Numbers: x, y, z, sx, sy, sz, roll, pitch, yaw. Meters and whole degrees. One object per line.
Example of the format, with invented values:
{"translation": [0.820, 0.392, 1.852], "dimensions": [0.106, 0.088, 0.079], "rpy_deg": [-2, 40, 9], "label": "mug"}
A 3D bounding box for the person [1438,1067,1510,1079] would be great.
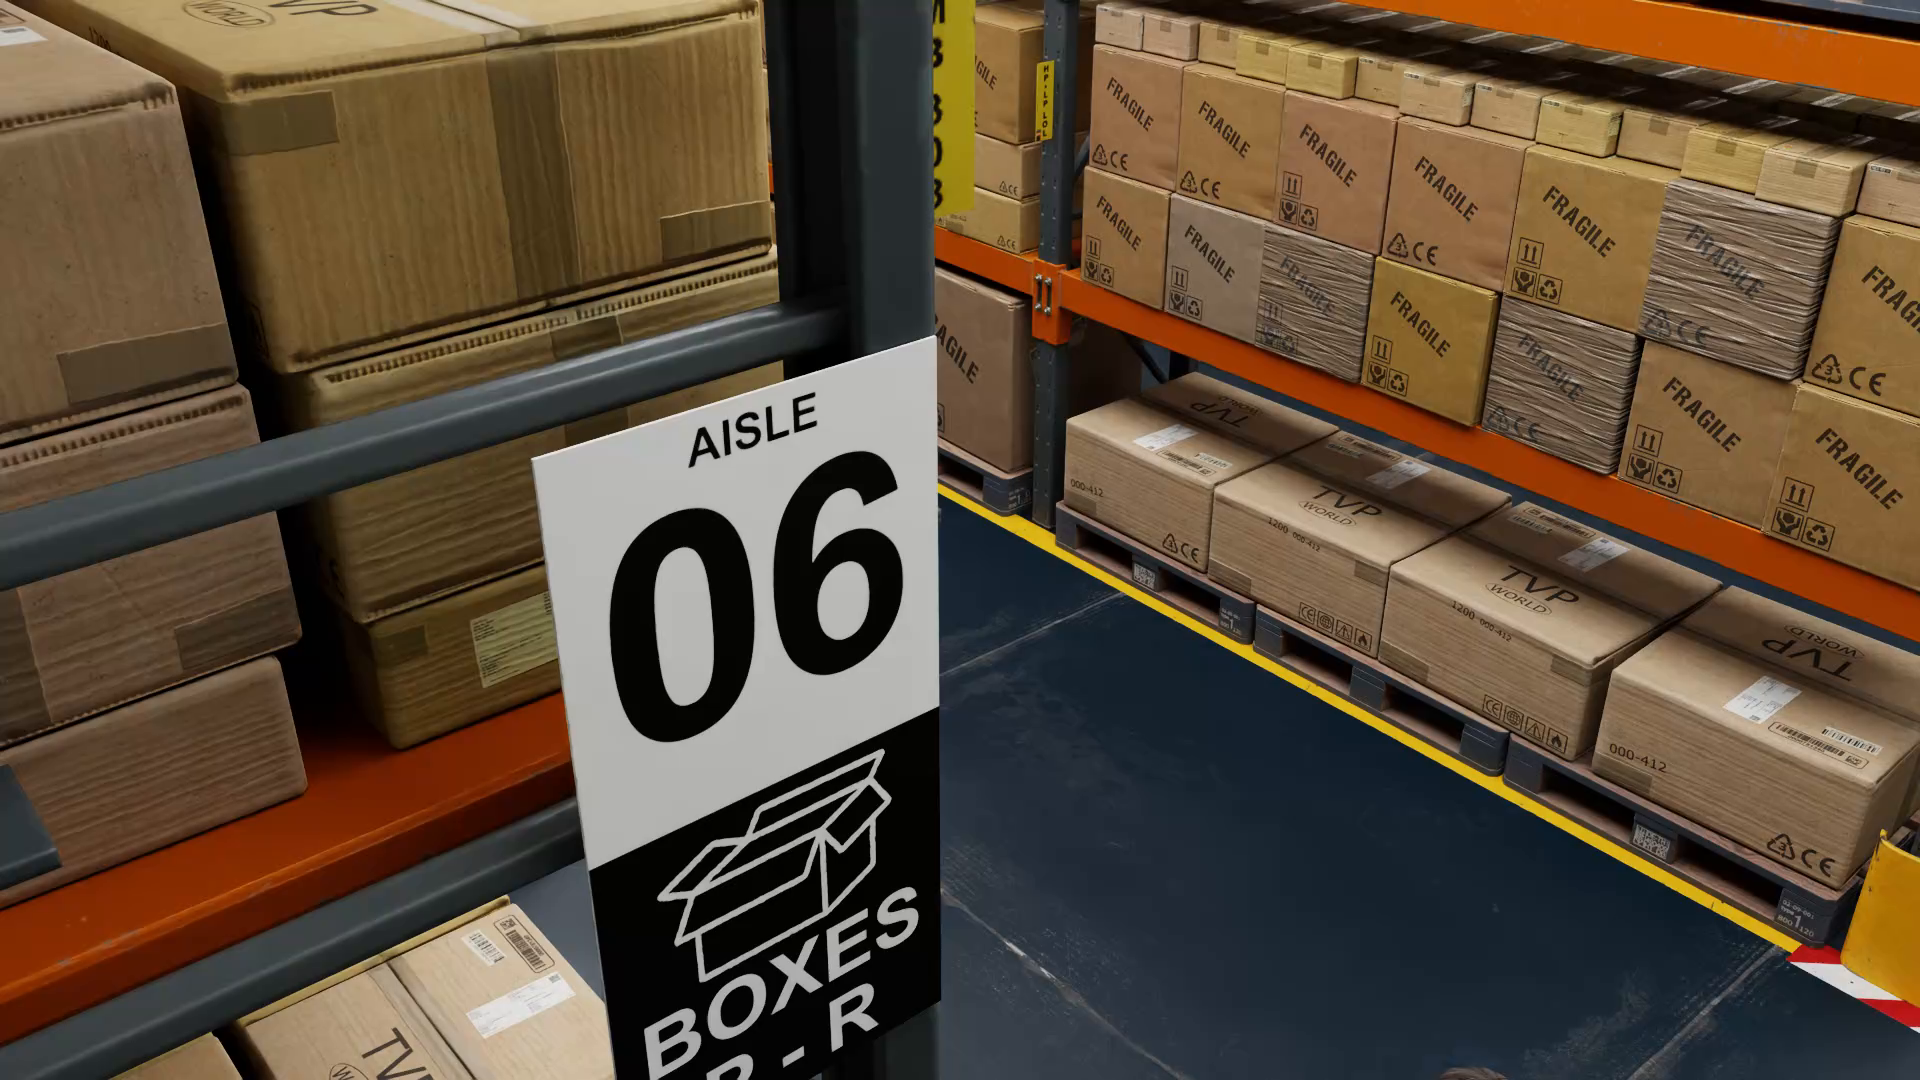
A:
{"translation": [0.921, 1.613, 3.122], "dimensions": [0.596, 1.590, 0.988], "rpy_deg": [-14, 31, -24], "label": "person"}
